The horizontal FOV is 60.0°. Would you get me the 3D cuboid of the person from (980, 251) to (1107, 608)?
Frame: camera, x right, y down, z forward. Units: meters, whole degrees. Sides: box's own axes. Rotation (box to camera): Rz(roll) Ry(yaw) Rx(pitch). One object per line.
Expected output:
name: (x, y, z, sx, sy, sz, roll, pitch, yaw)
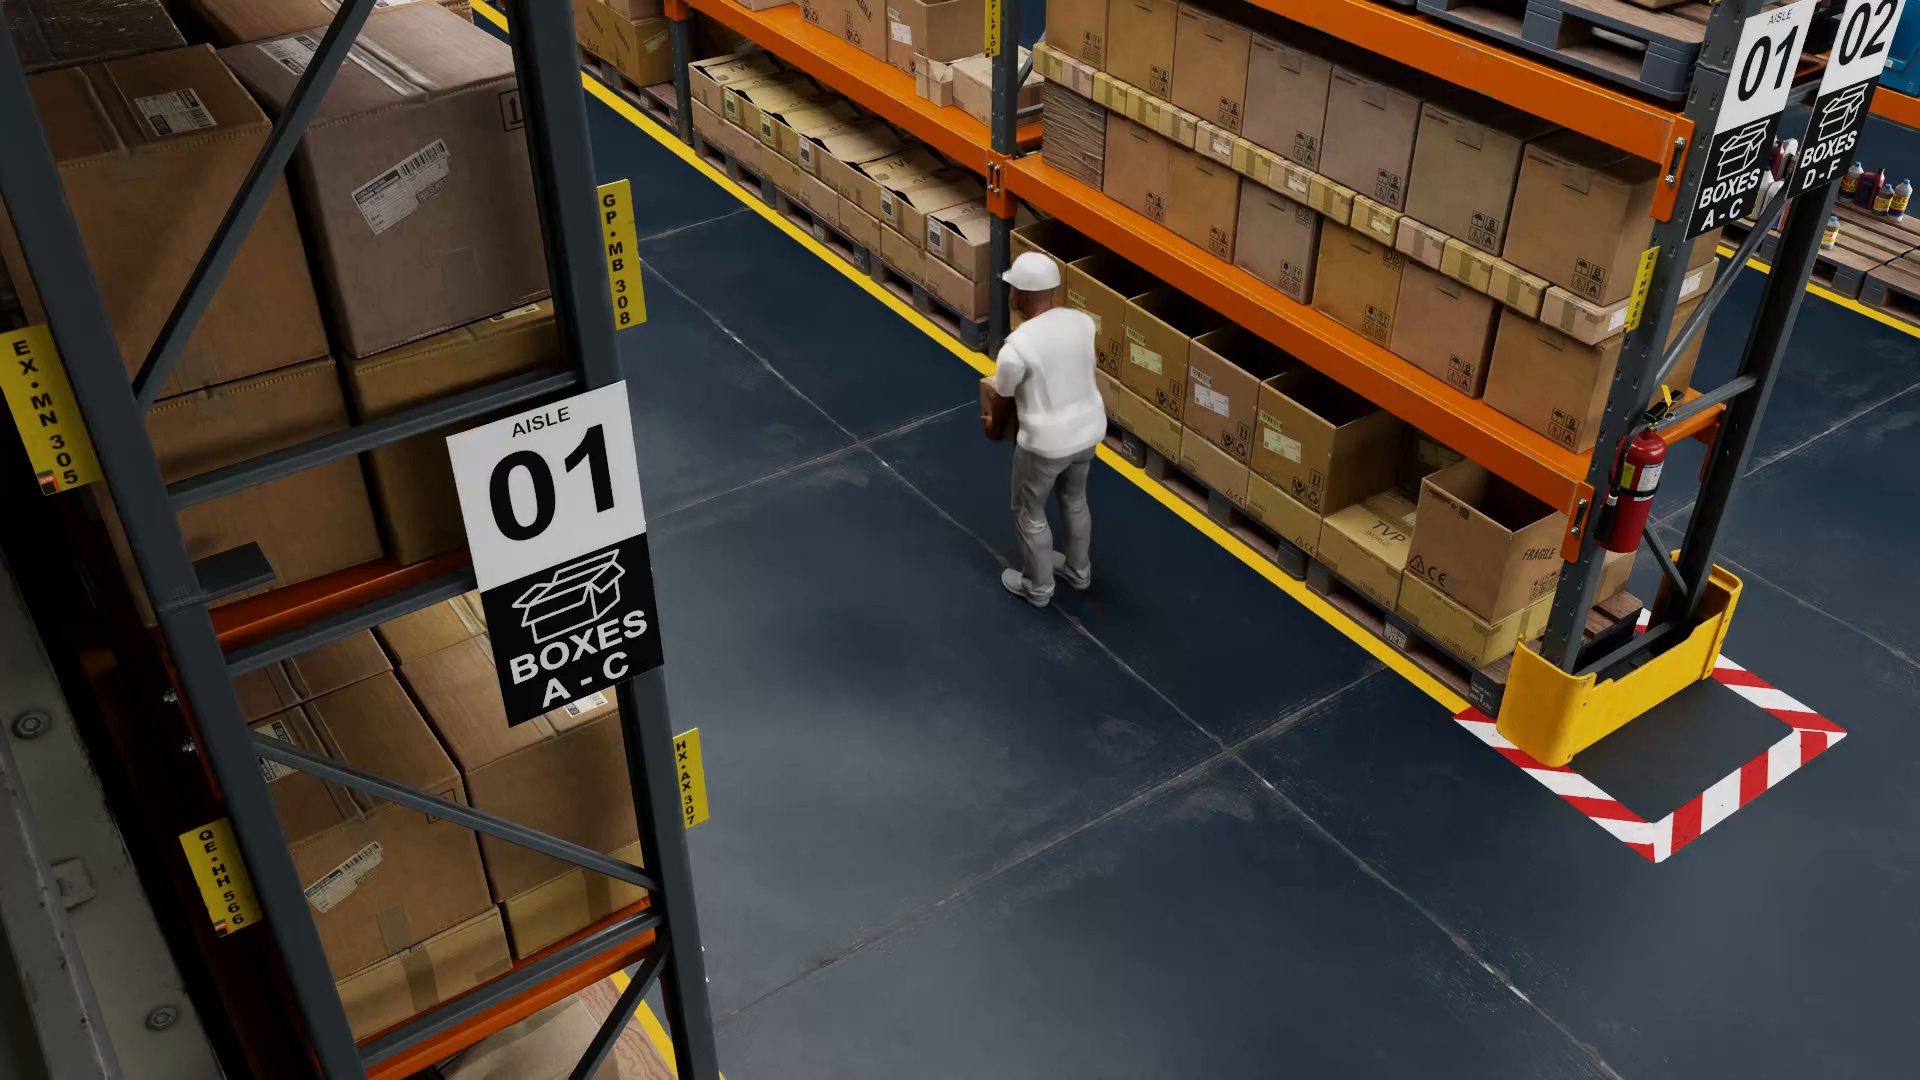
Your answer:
person: (0.369, -0.517, 7.715, 0.497, 1.735, 0.601, -23, 42, -28)
